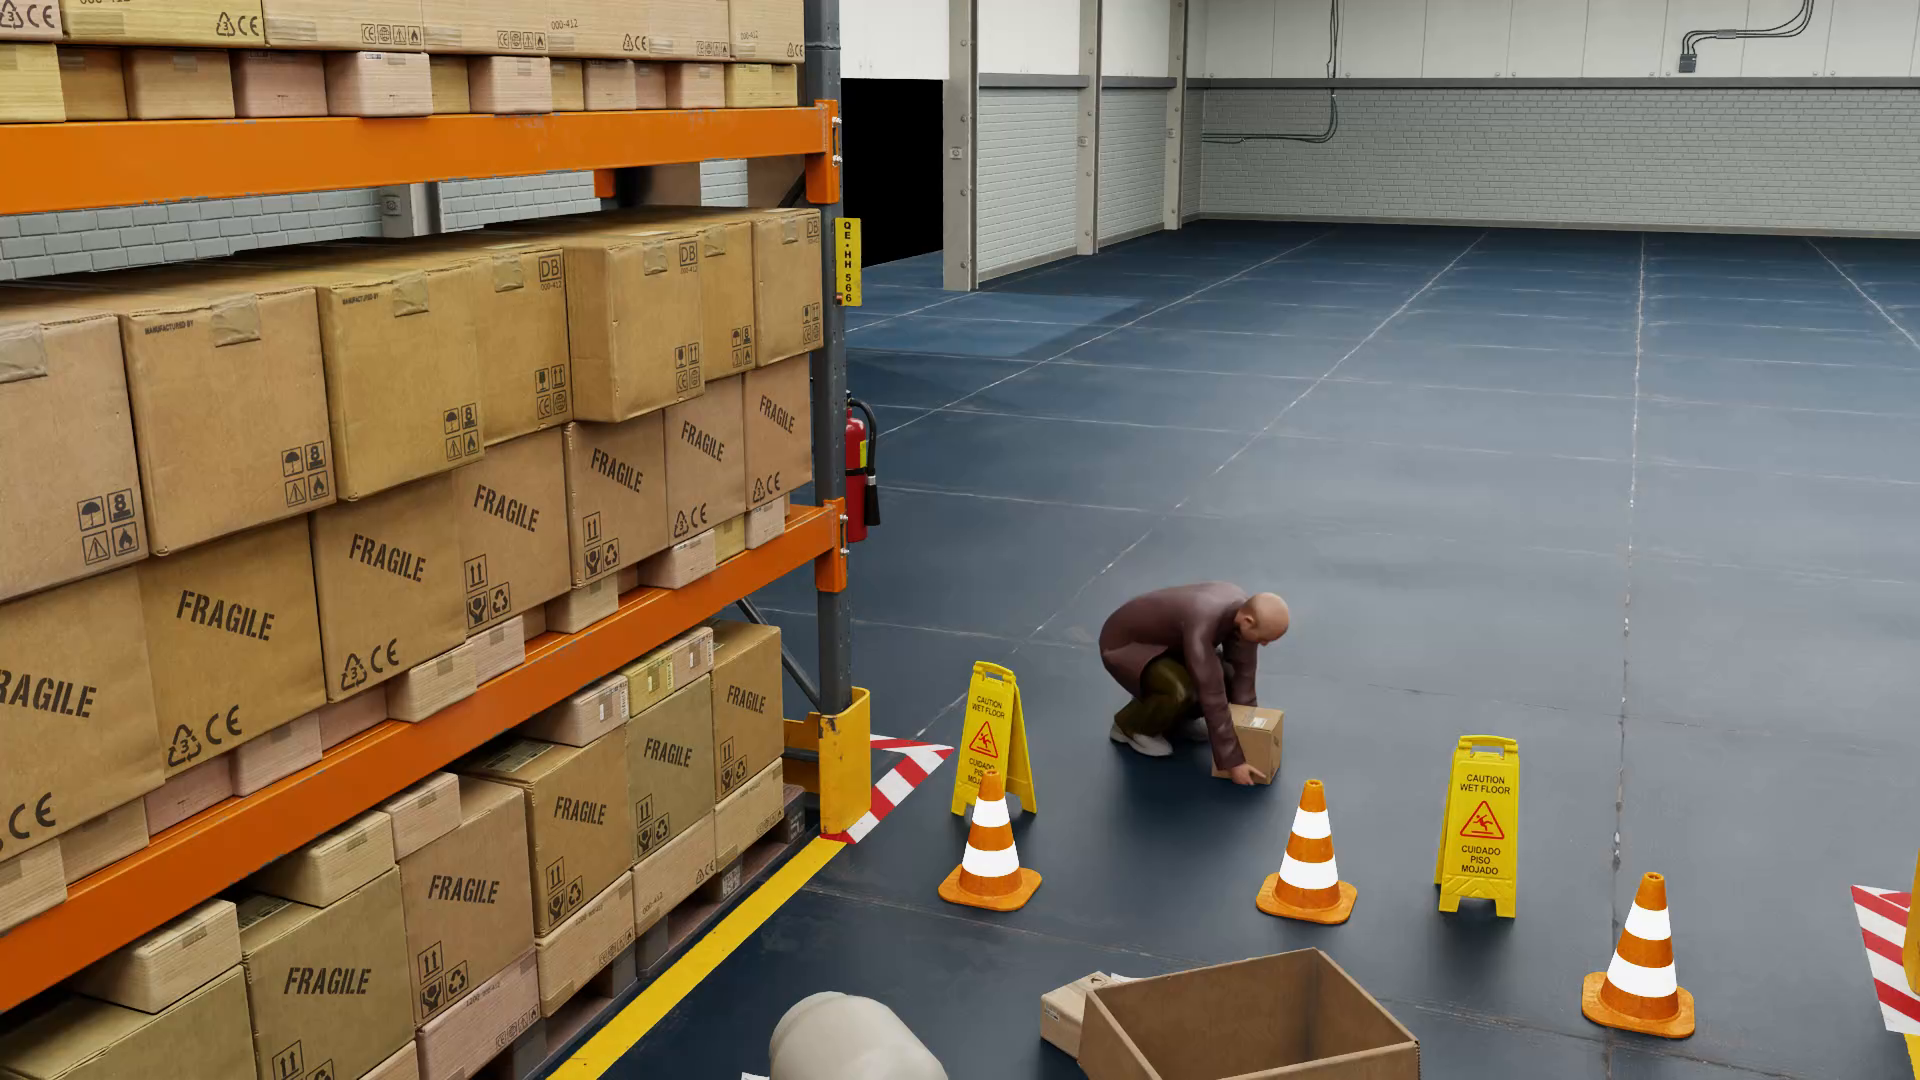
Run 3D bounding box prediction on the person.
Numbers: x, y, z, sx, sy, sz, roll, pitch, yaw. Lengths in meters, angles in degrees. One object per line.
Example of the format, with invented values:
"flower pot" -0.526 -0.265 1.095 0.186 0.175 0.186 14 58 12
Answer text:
"person" 0.959 0.061 7.312 0.548 1.780 0.535 -14 20 -41
